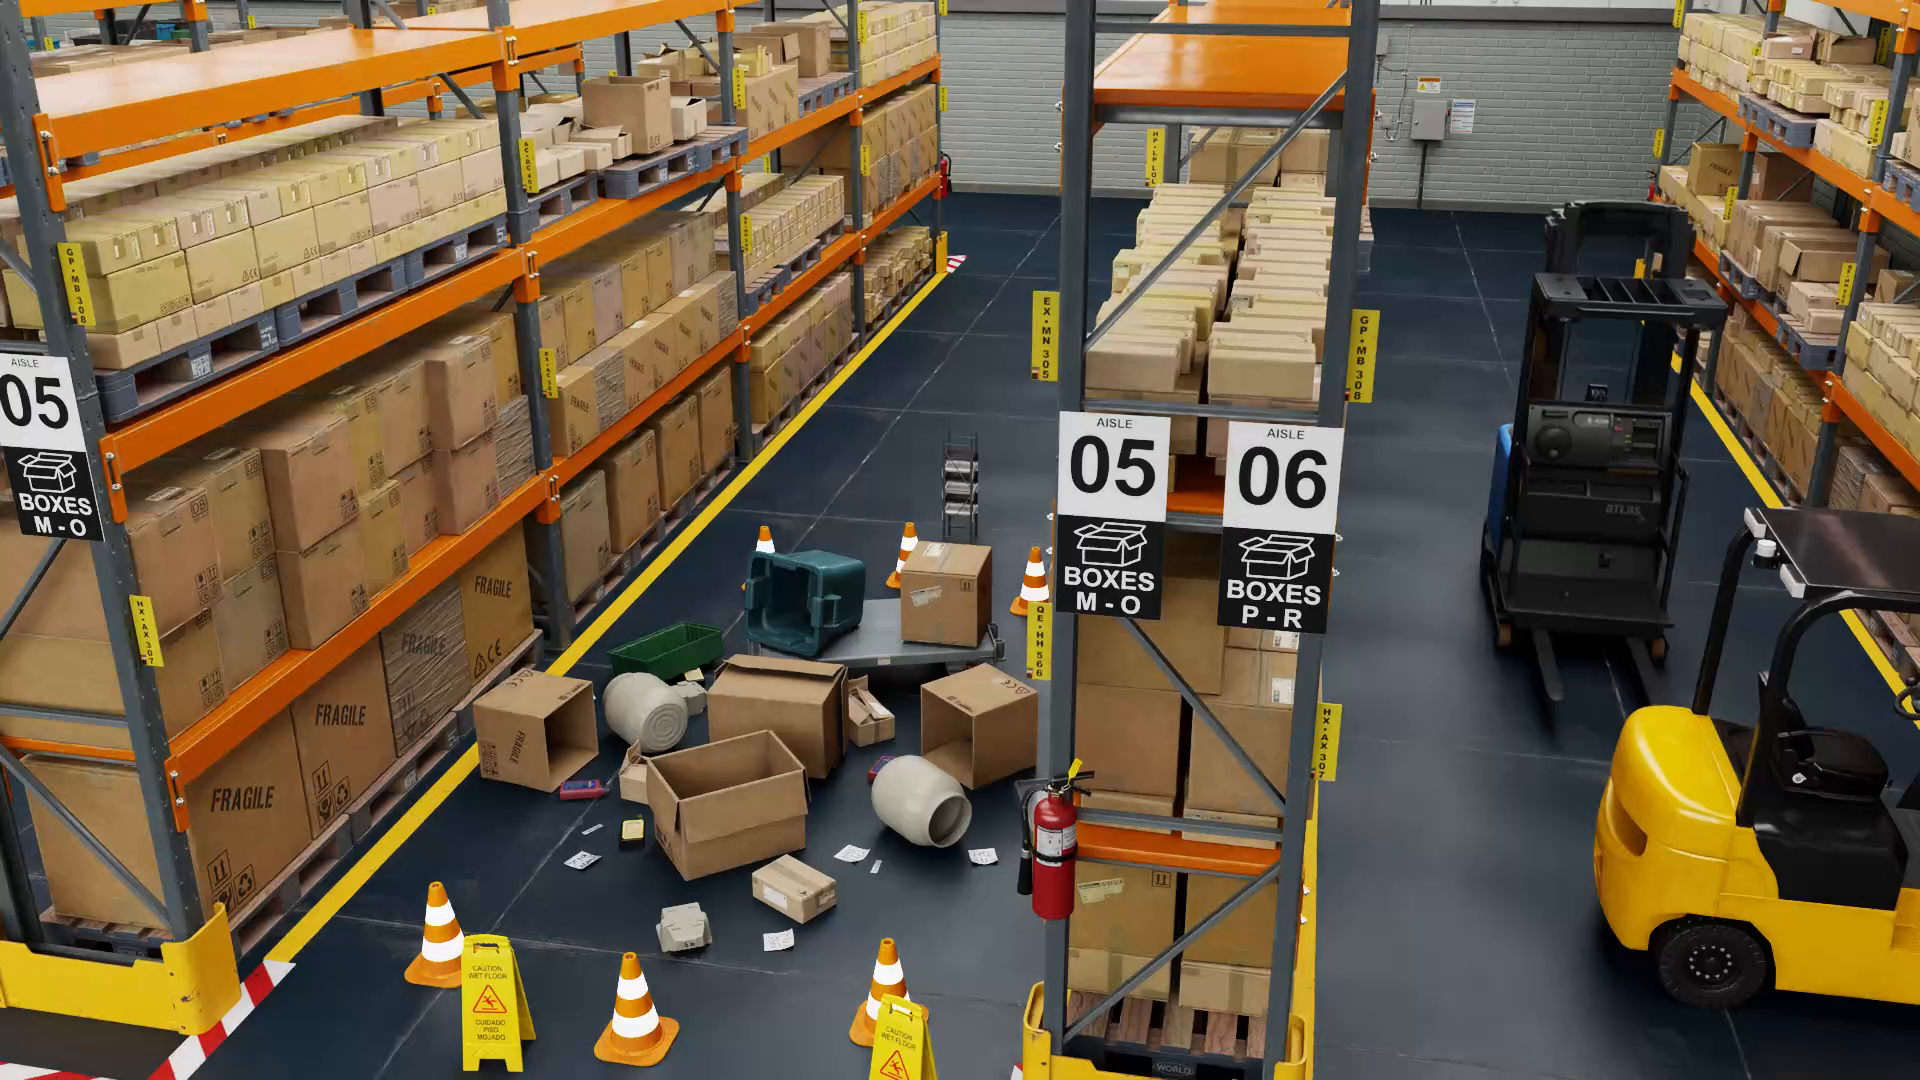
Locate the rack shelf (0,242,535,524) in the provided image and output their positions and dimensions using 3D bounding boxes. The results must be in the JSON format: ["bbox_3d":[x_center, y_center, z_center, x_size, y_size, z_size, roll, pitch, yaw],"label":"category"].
[{"bbox_3d":[-3.611,-1.006,8.783,1.077,0.370,4.000,4,22,11],"label":"rack shelf"}]

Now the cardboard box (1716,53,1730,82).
[{"bbox_3d":[8.221,-4.920,17.343,0.500,0.250,0.500,5,22,12],"label":"cardboard box"}]

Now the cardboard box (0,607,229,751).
[{"bbox_3d":[-3.987,0.575,7.710,0.875,0.550,0.550,4,22,11],"label":"cardboard box"}]

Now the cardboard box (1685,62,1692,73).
[{"bbox_3d":[8.680,-5.527,19.382,0.380,0.149,0.250,5,22,12],"label":"cardboard box"}]

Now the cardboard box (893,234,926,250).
[{"bbox_3d":[-0.650,-3.811,21.260,0.380,0.149,0.250,4,22,10],"label":"cardboard box"}]

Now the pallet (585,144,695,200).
[{"bbox_3d":[-2.691,-2.797,12.521,1.003,0.211,1.213,6,23,13],"label":"pallet"}]

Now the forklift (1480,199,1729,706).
[{"bbox_3d":[4.308,-0.689,11.140,1.130,2.935,3.031,5,22,11],"label":"forklift"}]

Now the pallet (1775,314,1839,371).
[{"bbox_3d":[7.410,-1.589,13.541,1.213,0.211,1.003,4,22,11],"label":"pallet"}]

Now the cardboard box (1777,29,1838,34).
[{"bbox_3d":[8.730,-5.115,17.157,0.500,0.250,0.500,4,22,10],"label":"cardboard box"}]

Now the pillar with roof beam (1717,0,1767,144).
[{"bbox_3d":[6.191,-8.379,22.113,9.100,9.000,0.400,4,22,11],"label":"pillar with roof beam"}]

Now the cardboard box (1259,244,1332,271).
[{"bbox_3d":[1.590,-1.277,7.762,0.380,0.149,0.250,5,22,12],"label":"cardboard box"}]

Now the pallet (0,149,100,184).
[{"bbox_3d":[-7.599,-2.996,13.013,1.213,0.211,1.003,4,22,11],"label":"pallet"}]

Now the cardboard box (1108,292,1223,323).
[{"bbox_3d":[0.893,-0.917,7.404,0.500,0.250,0.500,5,22,12],"label":"cardboard box"}]

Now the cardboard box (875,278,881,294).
[{"bbox_3d":[-1.147,-3.013,19.676,0.380,0.149,0.250,3,22,8],"label":"cardboard box"}]

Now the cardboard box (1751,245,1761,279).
[{"bbox_3d":[7.497,-2.541,15.266,0.396,0.266,0.258,6,23,14],"label":"cardboard box"}]

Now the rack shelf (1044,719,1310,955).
[{"bbox_3d":[1.256,0.726,8.498,1.077,0.370,4.000,4,22,11],"label":"rack shelf"}]

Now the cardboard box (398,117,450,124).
[{"bbox_3d":[-6.467,-4.808,20.075,0.500,0.500,0.500,5,22,11],"label":"cardboard box"}]

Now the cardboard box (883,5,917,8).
[{"bbox_3d":[-0.732,-6.486,20.426,0.380,0.149,0.250,4,22,9],"label":"cardboard box"}]

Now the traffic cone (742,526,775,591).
[{"bbox_3d":[-1.451,0.122,12.431,0.336,0.463,0.334,4,22,11],"label":"traffic cone"}]

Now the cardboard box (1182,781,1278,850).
[{"bbox_3d":[1.120,1.132,6.864,0.380,0.149,0.250,5,22,11],"label":"cardboard box"}]

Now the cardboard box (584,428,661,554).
[{"bbox_3d":[-2.963,-0.417,12.823,1.050,0.750,0.750,4,22,11],"label":"cardboard box"}]

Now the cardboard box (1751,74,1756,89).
[{"bbox_3d":[7.706,-4.325,15.702,0.380,0.149,0.250,5,22,12],"label":"cardboard box"}]

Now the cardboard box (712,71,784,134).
[{"bbox_3d":[-1.914,-3.952,15.002,0.500,0.500,0.500,4,22,11],"label":"cardboard box"}]

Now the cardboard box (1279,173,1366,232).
[{"bbox_3d":[2.176,-2.039,10.024,0.500,0.250,0.500,4,22,9],"label":"cardboard box"}]

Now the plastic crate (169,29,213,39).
[{"bbox_3d":[-10.359,-6.771,22.420,0.450,0.188,0.336,4,22,11],"label":"plastic crate"}]

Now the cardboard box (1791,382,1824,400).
[{"bbox_3d":[7.414,-1.249,14.355,0.380,0.149,0.250,5,22,12],"label":"cardboard box"}]

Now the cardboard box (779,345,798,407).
[{"bbox_3d":[-1.893,-1.601,16.097,0.500,0.500,0.500,5,22,12],"label":"cardboard box"}]

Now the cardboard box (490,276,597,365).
[{"bbox_3d":[-3.004,-1.560,11.739,0.700,0.500,0.500,4,22,10],"label":"cardboard box"}]

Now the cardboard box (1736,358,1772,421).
[{"bbox_3d":[7.632,-1.385,15.562,0.500,0.500,0.500,4,22,9],"label":"cardboard box"}]

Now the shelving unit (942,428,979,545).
[{"bbox_3d":[0.002,-0.420,13.193,0.258,0.900,0.210,4,22,11],"label":"shelving unit"}]

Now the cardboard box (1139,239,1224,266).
[{"bbox_3d":[1.044,-1.318,7.866,0.380,0.149,0.250,5,22,12],"label":"cardboard box"}]

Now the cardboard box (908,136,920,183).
[{"bbox_3d":[-0.798,-4.694,20.462,0.500,0.500,0.500,5,22,11],"label":"cardboard box"}]

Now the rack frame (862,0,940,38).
[{"bbox_3d":[-0.754,-7.851,20.801,1.000,3.000,0.127,4,22,11],"label":"rack frame"}]

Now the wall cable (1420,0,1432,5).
[{"bbox_3d":[8.453,-9.345,24.461,2.988,3.039,0.133,4,22,11],"label":"wall cable"}]

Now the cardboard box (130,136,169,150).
[{"bbox_3d":[-7.166,-3.504,14.224,0.500,0.250,0.500,4,22,11],"label":"cardboard box"}]

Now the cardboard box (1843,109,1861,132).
[{"bbox_3d":[7.335,-3.361,13.336,0.380,0.149,0.250,4,22,11],"label":"cardboard box"}]

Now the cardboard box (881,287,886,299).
[{"bbox_3d":[-1.104,-2.976,19.982,0.380,0.149,0.250,4,22,9],"label":"cardboard box"}]

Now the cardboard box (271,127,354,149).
[{"bbox_3d":[-3.712,-2.272,9.537,0.380,0.149,0.250,4,22,10],"label":"cardboard box"}]

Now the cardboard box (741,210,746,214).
[{"bbox_3d":[-2.364,-3.232,16.739,0.380,0.149,0.250,4,22,10],"label":"cardboard box"}]

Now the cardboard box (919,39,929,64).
[{"bbox_3d":[-0.685,-6.016,20.462,0.500,0.250,0.500,4,22,11],"label":"cardboard box"}]

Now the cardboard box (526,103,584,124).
[{"bbox_3d":[-2.956,-3.114,12.480,0.500,0.311,0.500,4,22,10],"label":"cardboard box"}]

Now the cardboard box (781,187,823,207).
[{"bbox_3d":[-1.623,-3.509,17.029,0.380,0.149,0.250,4,22,11],"label":"cardboard box"}]

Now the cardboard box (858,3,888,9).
[{"bbox_3d":[-1.113,-6.614,20.743,0.380,0.149,0.250,5,23,13],"label":"cardboard box"}]

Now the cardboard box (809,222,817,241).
[{"bbox_3d":[-1.665,-3.143,16.917,0.380,0.149,0.250,3,22,9],"label":"cardboard box"}]

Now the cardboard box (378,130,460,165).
[{"bbox_3d":[-3.069,-2.223,9.416,0.380,0.149,0.250,4,22,11],"label":"cardboard box"}]

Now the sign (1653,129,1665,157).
[{"bbox_3d":[8.441,-4.793,20.081,0.100,0.325,0.005,4,22,11],"label":"sign"}]

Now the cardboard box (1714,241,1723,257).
[{"bbox_3d":[8.006,-3.004,17.133,0.380,0.149,0.250,5,22,12],"label":"cardboard box"}]

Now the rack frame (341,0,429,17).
[{"bbox_3d":[-6.405,-6.803,18.199,1.000,3.000,0.127,4,22,11],"label":"rack frame"}]

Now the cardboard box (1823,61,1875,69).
[{"bbox_3d":[8.179,-4.327,15.310,0.380,0.149,0.250,5,22,11],"label":"cardboard box"}]

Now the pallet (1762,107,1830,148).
[{"bbox_3d":[7.746,-3.579,14.462,1.213,0.211,1.003,4,22,11],"label":"pallet"}]

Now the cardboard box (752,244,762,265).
[{"bbox_3d":[-2.038,-2.619,15.218,0.380,0.149,0.250,6,23,13],"label":"cardboard box"}]

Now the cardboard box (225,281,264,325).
[{"bbox_3d":[-3.481,-1.111,7.722,0.380,0.149,0.250,5,22,11],"label":"cardboard box"}]

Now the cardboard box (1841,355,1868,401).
[{"bbox_3d":[7.010,-1.212,12.547,0.500,0.250,0.500,5,22,11],"label":"cardboard box"}]

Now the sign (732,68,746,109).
[{"bbox_3d":[-1.845,-3.765,13.873,0.100,0.325,0.005,4,22,11],"label":"sign"}]

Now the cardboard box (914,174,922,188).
[{"bbox_3d":[-0.697,-4.535,20.934,0.380,0.149,0.250,5,22,12],"label":"cardboard box"}]

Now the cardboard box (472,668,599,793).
[{"bbox_3d":[-2.515,1.125,9.888,0.500,0.500,0.500,8,23,20],"label":"cardboard box"}]
